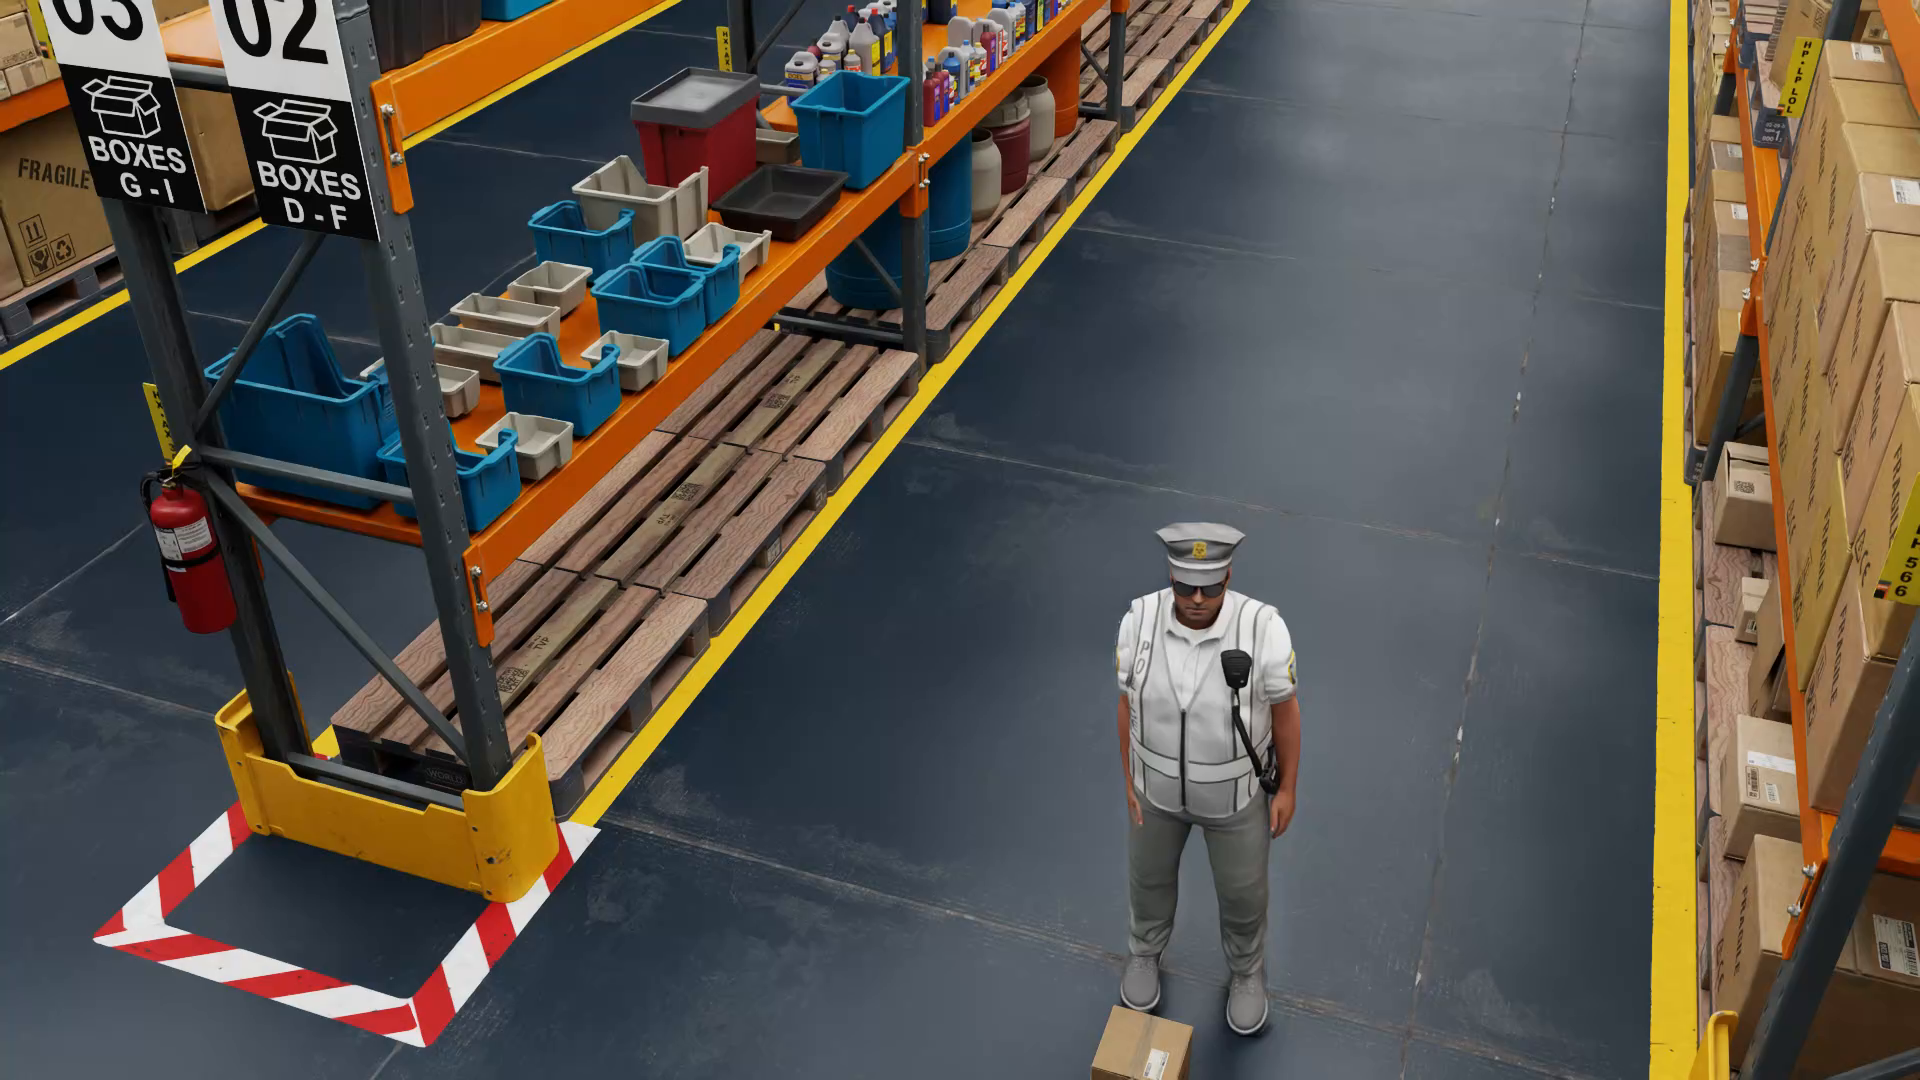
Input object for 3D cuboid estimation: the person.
[{"bbox_3d":[0.727,0.722,5.003,0.596,1.776,0.396,12,35,18],"label":"person"}]
